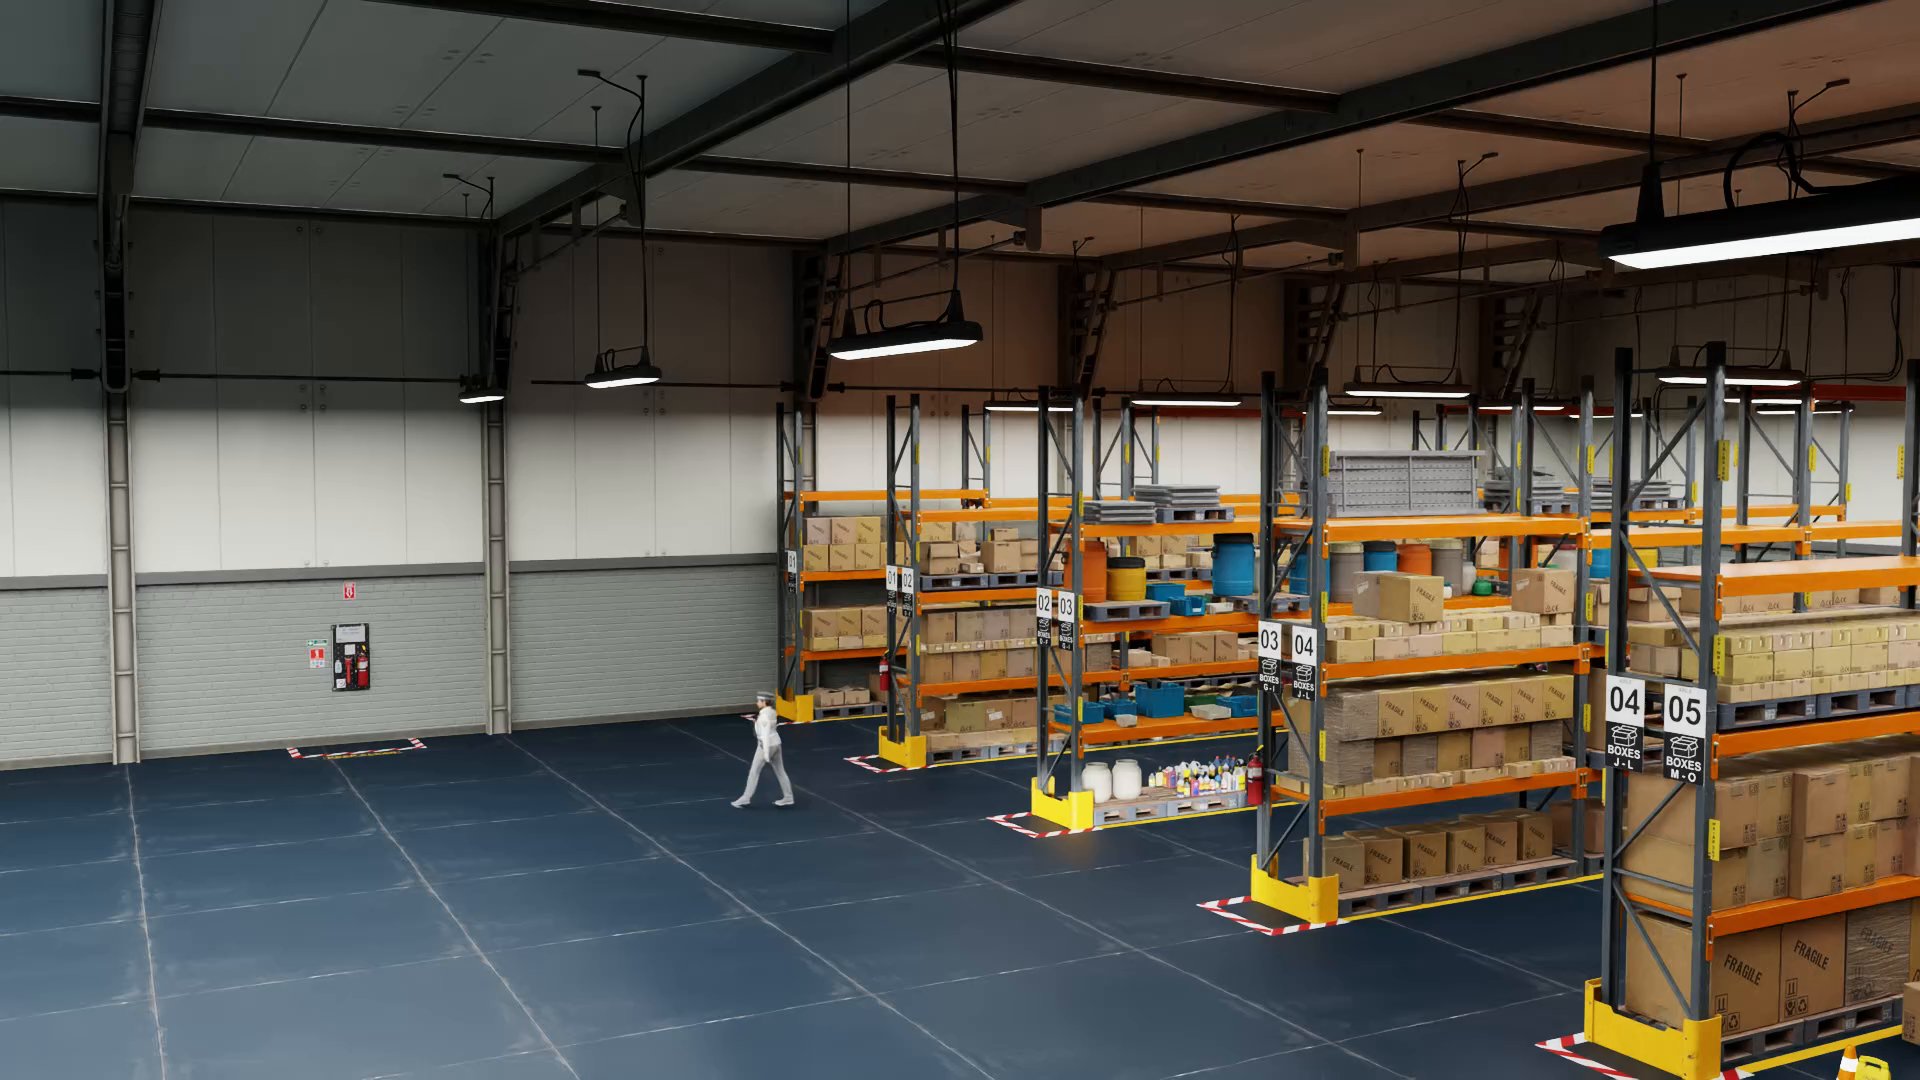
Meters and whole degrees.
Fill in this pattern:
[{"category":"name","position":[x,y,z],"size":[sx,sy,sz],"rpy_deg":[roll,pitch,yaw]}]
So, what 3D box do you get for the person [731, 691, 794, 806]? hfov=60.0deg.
[{"category":"person","position":[-2.796,2.977,23.802],"size":[0.870,1.629,0.511],"rpy_deg":[1,3,20]}]
